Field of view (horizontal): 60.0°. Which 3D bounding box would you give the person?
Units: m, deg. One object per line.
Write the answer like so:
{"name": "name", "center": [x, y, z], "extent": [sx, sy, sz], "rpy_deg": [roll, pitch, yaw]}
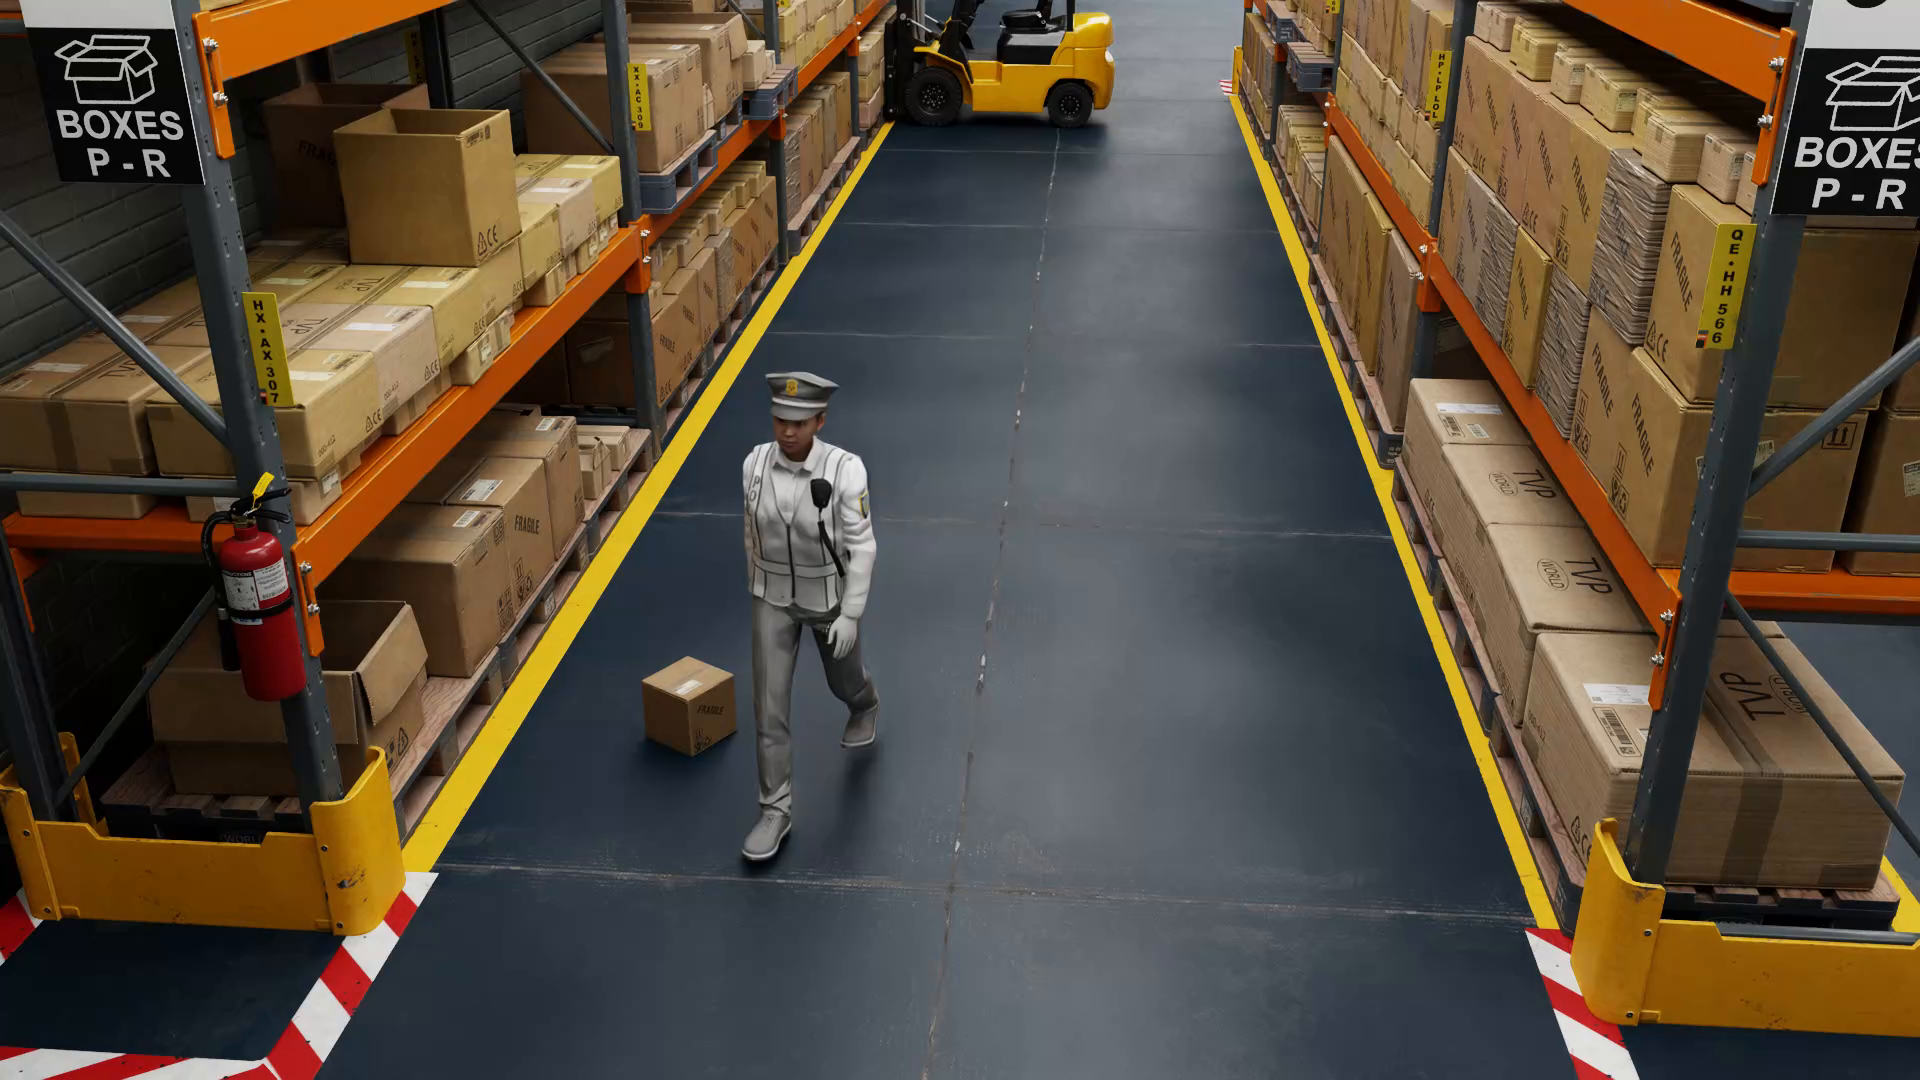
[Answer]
{"name": "person", "center": [-0.506, 0.177, 5.679], "extent": [0.480, 1.645, 0.944], "rpy_deg": [4, 25, 8]}
